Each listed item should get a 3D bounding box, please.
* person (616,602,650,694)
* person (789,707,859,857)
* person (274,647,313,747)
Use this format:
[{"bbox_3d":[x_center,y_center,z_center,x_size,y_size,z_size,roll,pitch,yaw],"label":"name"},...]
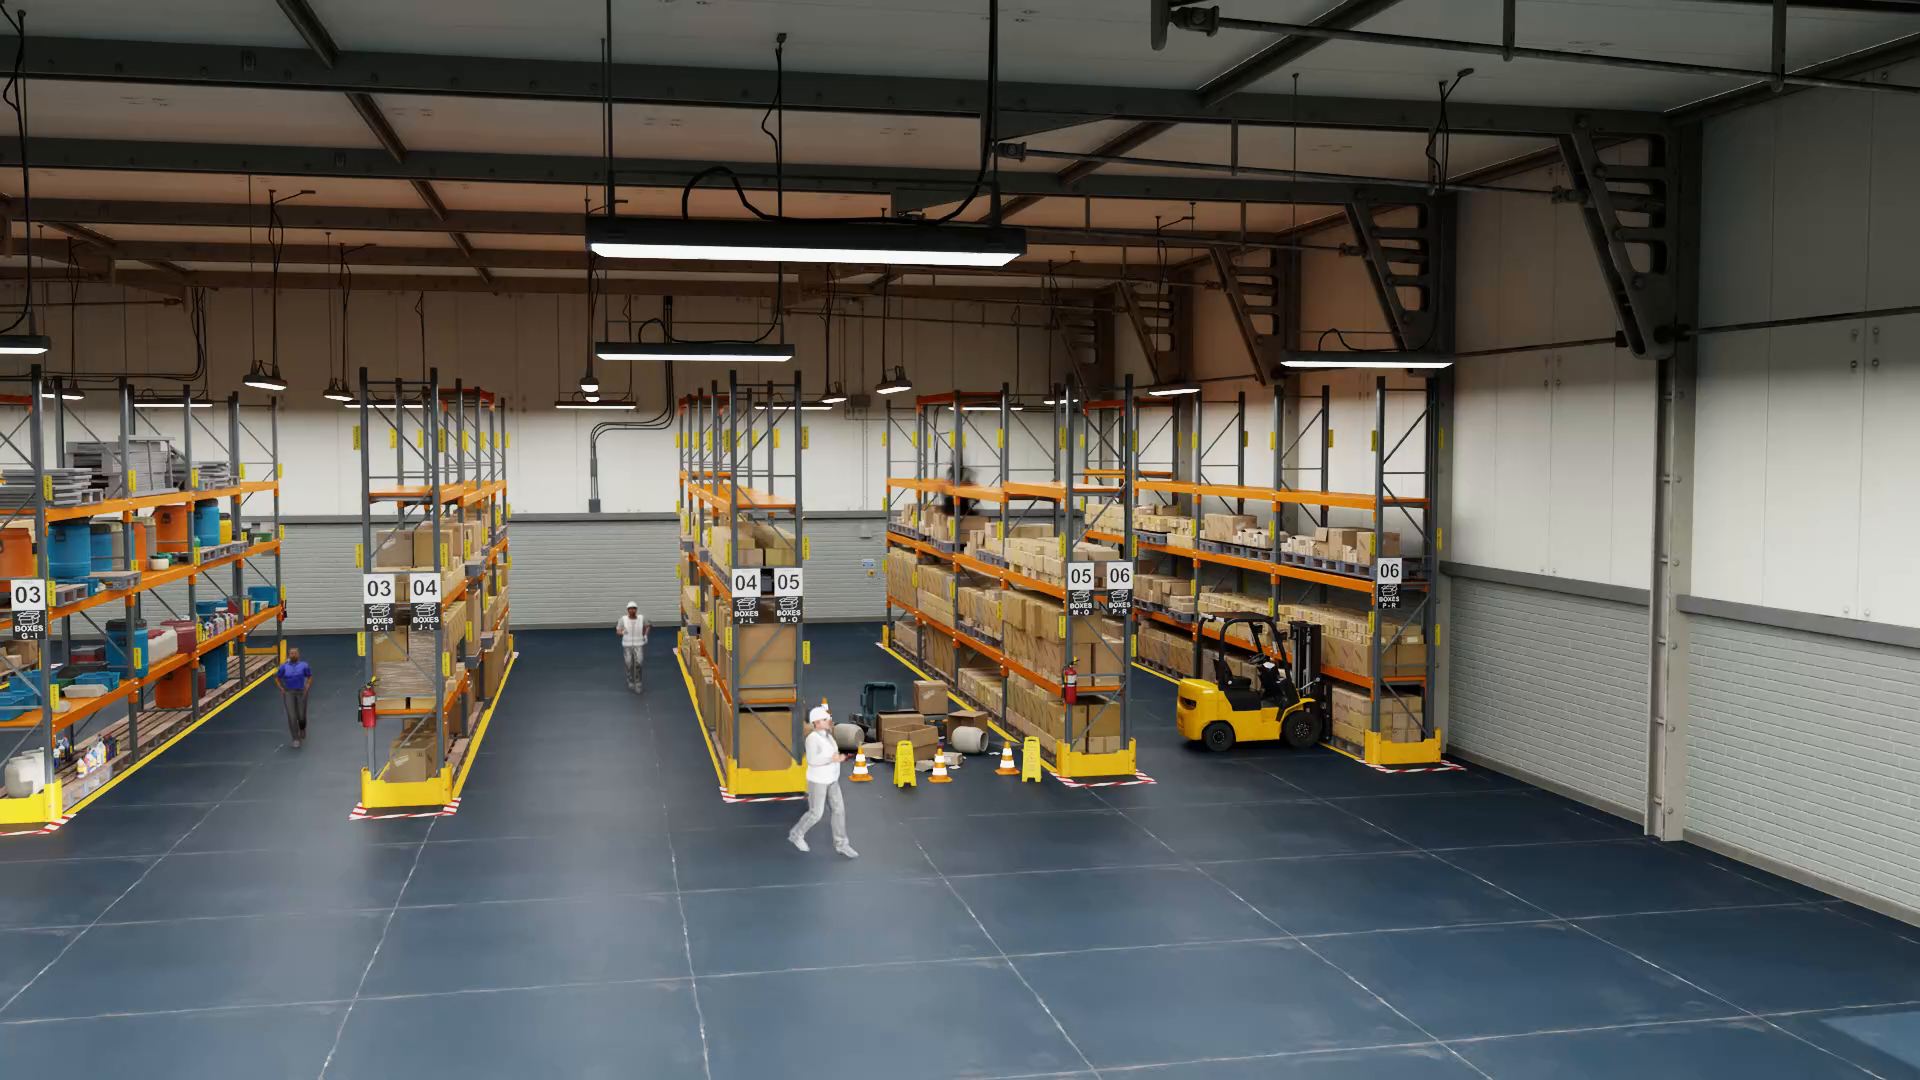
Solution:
[{"bbox_3d":[-6.508,2.144,33.115,0.659,1.827,0.715,-1,3,-10],"label":"person"},{"bbox_3d":[-1.648,2.901,19.973,0.881,1.789,0.651,2,4,26],"label":"person"},{"bbox_3d":[-10.949,2.565,27.342,0.587,1.626,0.580,-1,4,-22],"label":"person"}]
